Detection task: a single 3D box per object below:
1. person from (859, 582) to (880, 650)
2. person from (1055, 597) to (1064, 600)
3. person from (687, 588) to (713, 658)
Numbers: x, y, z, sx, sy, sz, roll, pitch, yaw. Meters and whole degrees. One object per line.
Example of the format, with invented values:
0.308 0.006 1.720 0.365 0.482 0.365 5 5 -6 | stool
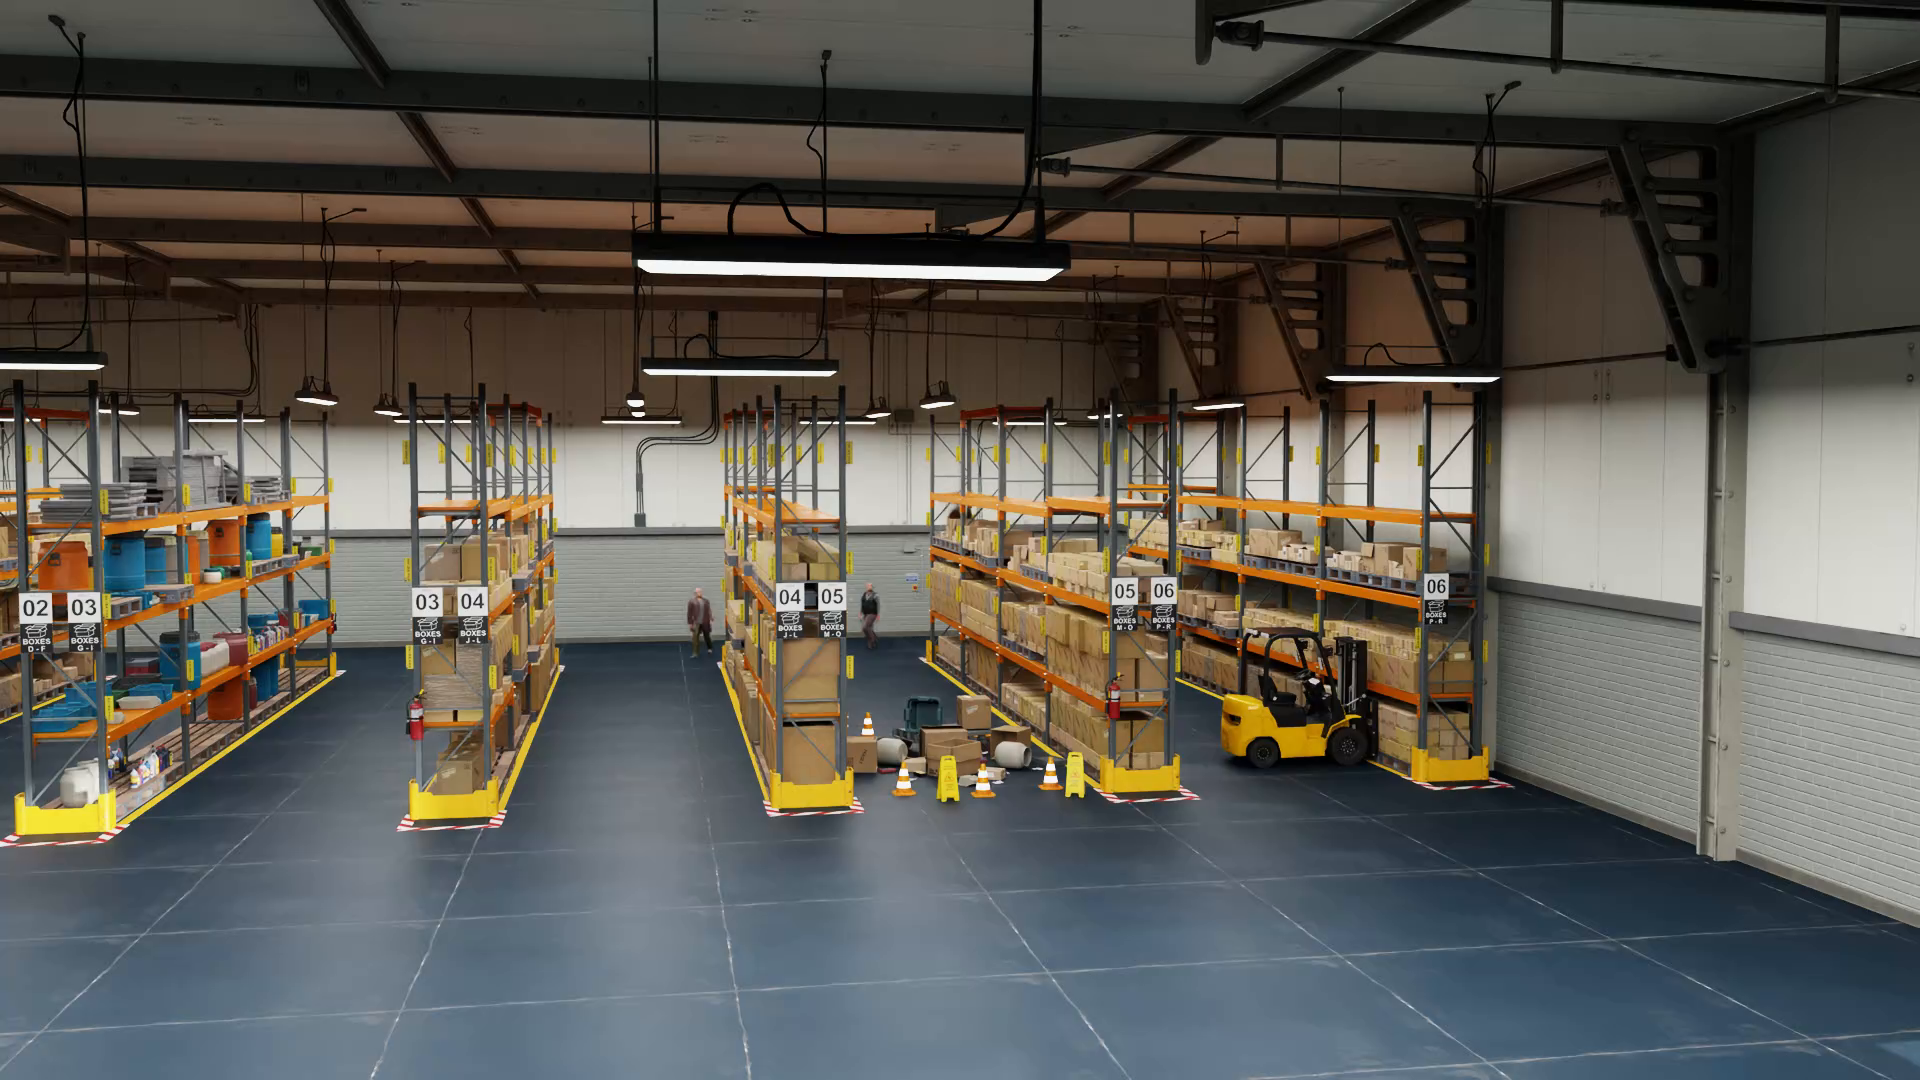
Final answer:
-2.351 1.963 42.887 0.546 1.728 0.516 -2 3 -29 | person
2.551 2.043 42.765 0.724 1.553 0.467 -1 3 -19 | person
-6.421 2.091 41.258 0.662 1.640 1.089 0 3 4 | person
